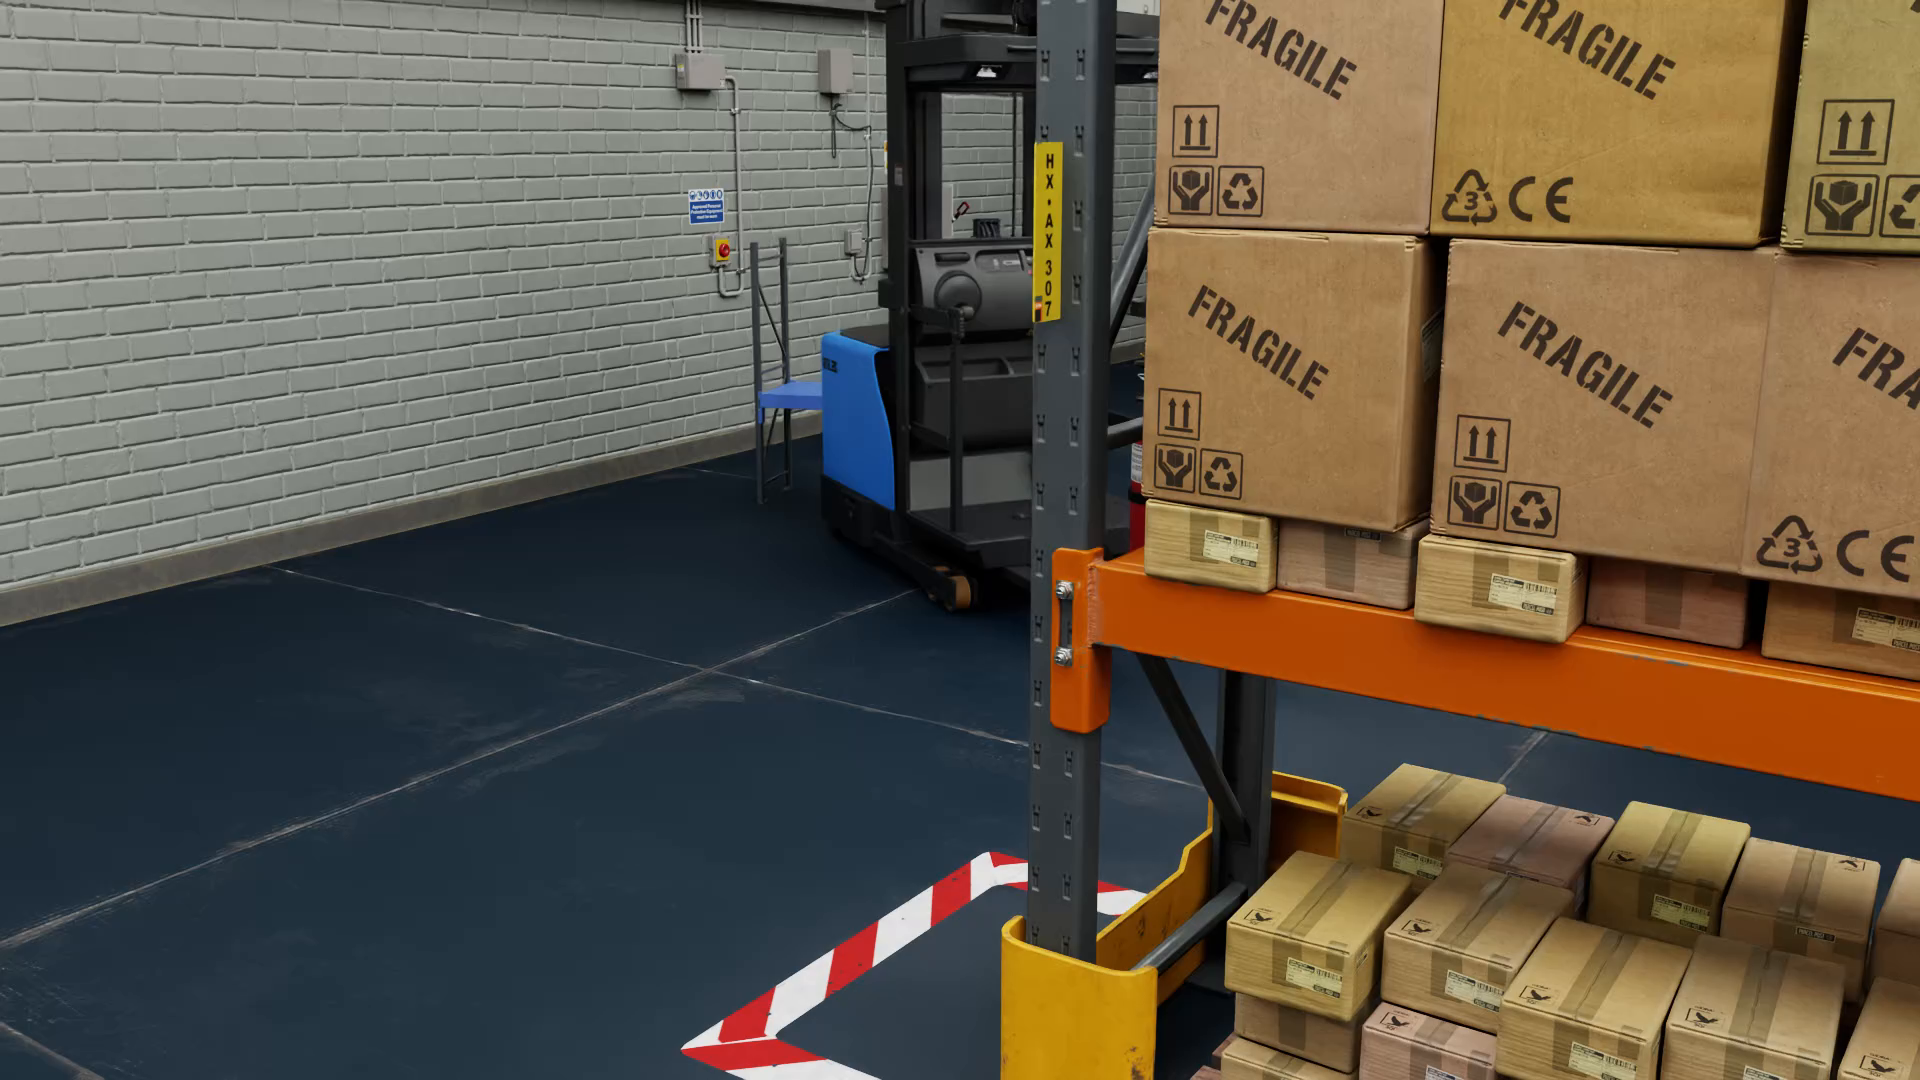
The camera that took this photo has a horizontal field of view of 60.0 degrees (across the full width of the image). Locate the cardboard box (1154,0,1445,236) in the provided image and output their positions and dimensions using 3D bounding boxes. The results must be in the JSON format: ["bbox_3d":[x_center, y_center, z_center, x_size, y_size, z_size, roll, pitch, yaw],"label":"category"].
[{"bbox_3d":[0.691,-0.822,2.993,0.500,0.500,0.500,9,17,32],"label":"cardboard box"}]

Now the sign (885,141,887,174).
[{"bbox_3d":[-0.456,-2.826,12.277,0.001,0.242,0.339,9,17,33],"label":"sign"}]

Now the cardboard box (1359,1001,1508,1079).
[{"bbox_3d":[0.954,0.948,3.190,0.250,0.149,0.380,9,17,33],"label":"cardboard box"}]

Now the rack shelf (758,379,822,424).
[{"bbox_3d":[-0.606,-0.788,9.632,1.000,0.185,0.538,4,14,14],"label":"rack shelf"}]

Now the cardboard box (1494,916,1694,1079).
[{"bbox_3d":[1.145,0.845,2.989,0.250,0.149,0.380,9,17,33],"label":"cardboard box"}]

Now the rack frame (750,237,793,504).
[{"bbox_3d":[-1.097,-0.993,9.715,0.032,1.500,0.500,4,14,14],"label":"rack frame"}]

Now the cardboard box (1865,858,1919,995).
[{"bbox_3d":[1.943,0.782,3.244,0.250,0.149,0.380,10,17,35],"label":"cardboard box"}]

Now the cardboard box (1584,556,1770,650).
[{"bbox_3d":[1.272,0.054,2.886,0.250,0.149,0.380,10,17,35],"label":"cardboard box"}]

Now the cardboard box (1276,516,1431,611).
[{"bbox_3d":[0.787,0.000,3.104,0.250,0.149,0.380,10,17,35],"label":"cardboard box"}]

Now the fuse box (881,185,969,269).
[{"bbox_3d":[-0.253,-1.783,12.464,0.414,1.711,0.539,9,17,33],"label":"fuse box"}]

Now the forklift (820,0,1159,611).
[{"bbox_3d":[0.322,-1.217,7.639,1.130,2.935,3.031,-6,15,-24],"label":"forklift"}]

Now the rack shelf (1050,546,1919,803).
[{"bbox_3d":[2.126,0.361,2.621,4.000,0.370,1.077,9,17,33],"label":"rack shelf"}]

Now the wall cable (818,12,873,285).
[{"bbox_3d":[-0.764,-2.786,11.723,0.122,1.984,0.588,9,17,33],"label":"wall cable"}]

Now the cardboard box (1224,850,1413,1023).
[{"bbox_3d":[0.712,0.772,3.281,0.250,0.149,0.380,8,16,30],"label":"cardboard box"}]

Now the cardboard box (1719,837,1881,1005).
[{"bbox_3d":[1.689,0.757,3.345,0.250,0.149,0.380,8,16,31],"label":"cardboard box"}]

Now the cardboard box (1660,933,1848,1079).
[{"bbox_3d":[1.397,0.861,2.922,0.250,0.149,0.380,8,16,30],"label":"cardboard box"}]

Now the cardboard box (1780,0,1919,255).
[{"bbox_3d":[1.533,-0.681,2.425,0.500,0.500,0.500,9,16,32],"label":"cardboard box"}]

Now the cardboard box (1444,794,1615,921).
[{"bbox_3d":[1.224,0.700,3.574,0.250,0.149,0.380,10,17,34],"label":"cardboard box"}]

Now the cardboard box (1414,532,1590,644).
[{"bbox_3d":[0.980,0.047,2.916,0.250,0.149,0.380,9,16,31],"label":"cardboard box"}]

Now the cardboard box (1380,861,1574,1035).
[{"bbox_3d":[1.008,0.785,3.229,0.250,0.149,0.380,10,17,34],"label":"cardboard box"}]

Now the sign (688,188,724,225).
[{"bbox_3d":[-1.624,-2.139,10.658,0.001,0.218,0.327,9,17,33],"label":"sign"}]

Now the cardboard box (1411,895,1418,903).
[{"bbox_3d":[1.064,0.793,3.819,0.250,0.149,0.380,9,16,31],"label":"cardboard box"}]

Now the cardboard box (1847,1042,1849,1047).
[{"bbox_3d":[1.632,1.036,2.835,0.250,0.149,0.380,8,16,30],"label":"cardboard box"}]

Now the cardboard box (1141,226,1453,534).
[{"bbox_3d":[0.685,-0.334,3.105,0.500,0.500,0.500,10,17,35],"label":"cardboard box"}]

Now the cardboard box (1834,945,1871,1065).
[{"bbox_3d":[1.662,0.919,3.310,0.250,0.149,0.380,9,16,32],"label":"cardboard box"}]

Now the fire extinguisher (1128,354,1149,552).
[{"bbox_3d":[0.515,-0.164,4.181,0.183,0.674,0.296,9,17,33],"label":"fire extinguisher"}]

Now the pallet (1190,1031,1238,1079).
[{"bbox_3d":[1.184,1.223,3.444,1.213,0.211,1.003,9,17,33],"label":"pallet"}]

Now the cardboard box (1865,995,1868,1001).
[{"bbox_3d":[1.933,0.929,3.268,0.250,0.149,0.380,9,17,34],"label":"cardboard box"}]

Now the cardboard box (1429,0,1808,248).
[{"bbox_3d":[1.113,-0.756,2.725,0.500,0.500,0.500,10,17,34],"label":"cardboard box"}]

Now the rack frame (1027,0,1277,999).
[{"bbox_3d":[0.467,-0.257,3.618,0.127,3.000,1.000,9,17,33],"label":"rack frame"}]

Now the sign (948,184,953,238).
[{"bbox_3d":[-0.149,-2.488,12.831,0.001,0.494,0.329,9,17,33],"label":"sign"}]

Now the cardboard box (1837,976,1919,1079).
[{"bbox_3d":[1.622,0.901,2.764,0.250,0.149,0.380,10,17,35],"label":"cardboard box"}]

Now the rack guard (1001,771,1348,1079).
[{"bbox_3d":[0.530,0.967,3.878,0.348,0.500,1.175,9,17,33],"label":"rack guard"}]

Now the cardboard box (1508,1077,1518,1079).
[{"bbox_3d":[1.206,0.963,3.129,0.250,0.149,0.380,9,17,34],"label":"cardboard box"}]

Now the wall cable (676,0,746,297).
[{"bbox_3d":[-1.546,-2.517,10.570,0.123,1.953,0.585,9,17,33],"label":"wall cable"}]

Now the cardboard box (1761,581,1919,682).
[{"bbox_3d":[1.483,0.095,2.719,0.250,0.149,0.380,9,17,32],"label":"cardboard box"}]

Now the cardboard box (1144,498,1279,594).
[{"bbox_3d":[0.553,-0.026,3.209,0.250,0.149,0.380,9,17,32],"label":"cardboard box"}]

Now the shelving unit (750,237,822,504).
[{"bbox_3d":[-0.606,-0.962,9.589,1.048,1.500,0.538,4,14,14],"label":"shelving unit"}]

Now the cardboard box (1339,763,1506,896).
[{"bbox_3d":[1.047,0.655,3.756,0.250,0.149,0.380,9,17,33],"label":"cardboard box"}]

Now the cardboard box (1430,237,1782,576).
[{"bbox_3d":[1.143,-0.268,2.835,0.500,0.500,0.500,9,17,33],"label":"cardboard box"}]

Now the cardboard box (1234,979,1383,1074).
[{"bbox_3d":[0.758,0.900,3.384,0.250,0.149,0.380,10,17,35],"label":"cardboard box"}]

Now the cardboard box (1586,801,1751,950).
[{"bbox_3d":[1.510,0.709,3.536,0.250,0.149,0.380,9,16,32],"label":"cardboard box"}]

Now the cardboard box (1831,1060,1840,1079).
[{"bbox_3d":[1.359,1.019,2.903,0.250,0.149,0.380,10,17,35],"label":"cardboard box"}]

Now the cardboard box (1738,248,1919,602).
[{"bbox_3d":[1.543,-0.200,2.560,0.500,0.500,0.500,9,17,34],"label":"cardboard box"}]

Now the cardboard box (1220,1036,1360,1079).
[{"bbox_3d":[0.723,1.057,3.369,0.250,0.149,0.380,10,17,34],"label":"cardboard box"}]

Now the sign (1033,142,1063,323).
[{"bbox_3d":[0.164,-0.569,3.077,0.005,0.325,0.100,9,17,33],"label":"sign"}]

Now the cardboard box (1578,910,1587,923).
[{"bbox_3d":[1.251,0.838,3.634,0.250,0.149,0.380,9,16,32],"label":"cardboard box"}]
